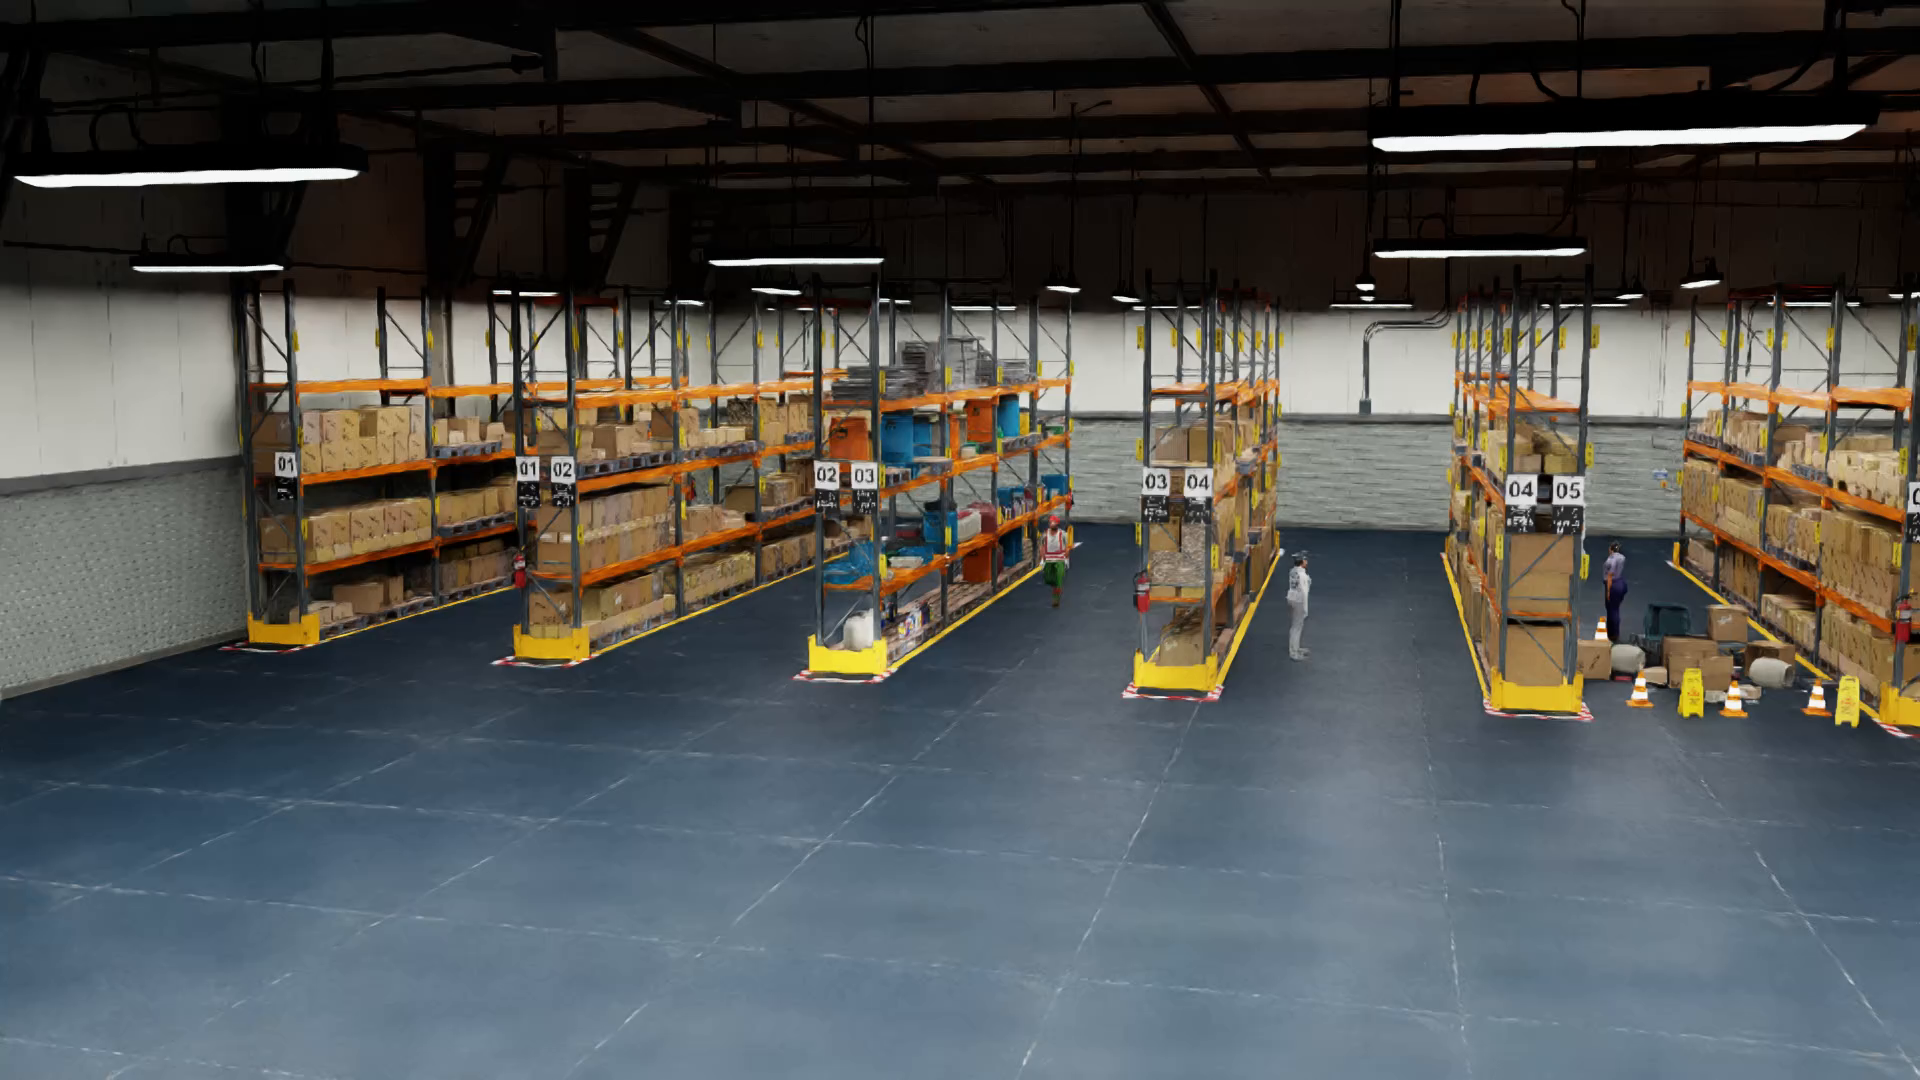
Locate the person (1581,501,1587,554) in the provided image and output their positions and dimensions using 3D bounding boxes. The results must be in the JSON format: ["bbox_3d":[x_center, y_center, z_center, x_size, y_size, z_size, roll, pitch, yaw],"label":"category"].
[{"bbox_3d":[13.404,-0.239,36.241,0.639,1.773,0.673,5,8,35],"label":"person"}]

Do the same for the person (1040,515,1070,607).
[{"bbox_3d":[1.773,0.370,31.457,0.553,1.713,1.134,2,7,16],"label":"person"}]

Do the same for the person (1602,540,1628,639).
[{"bbox_3d":[10.962,0.827,28.003,0.464,1.652,0.523,7,10,45],"label":"person"}]

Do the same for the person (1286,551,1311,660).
[{"bbox_3d":[5.382,1.012,26.270,0.433,1.684,0.553,-2,7,-12],"label":"person"}]
